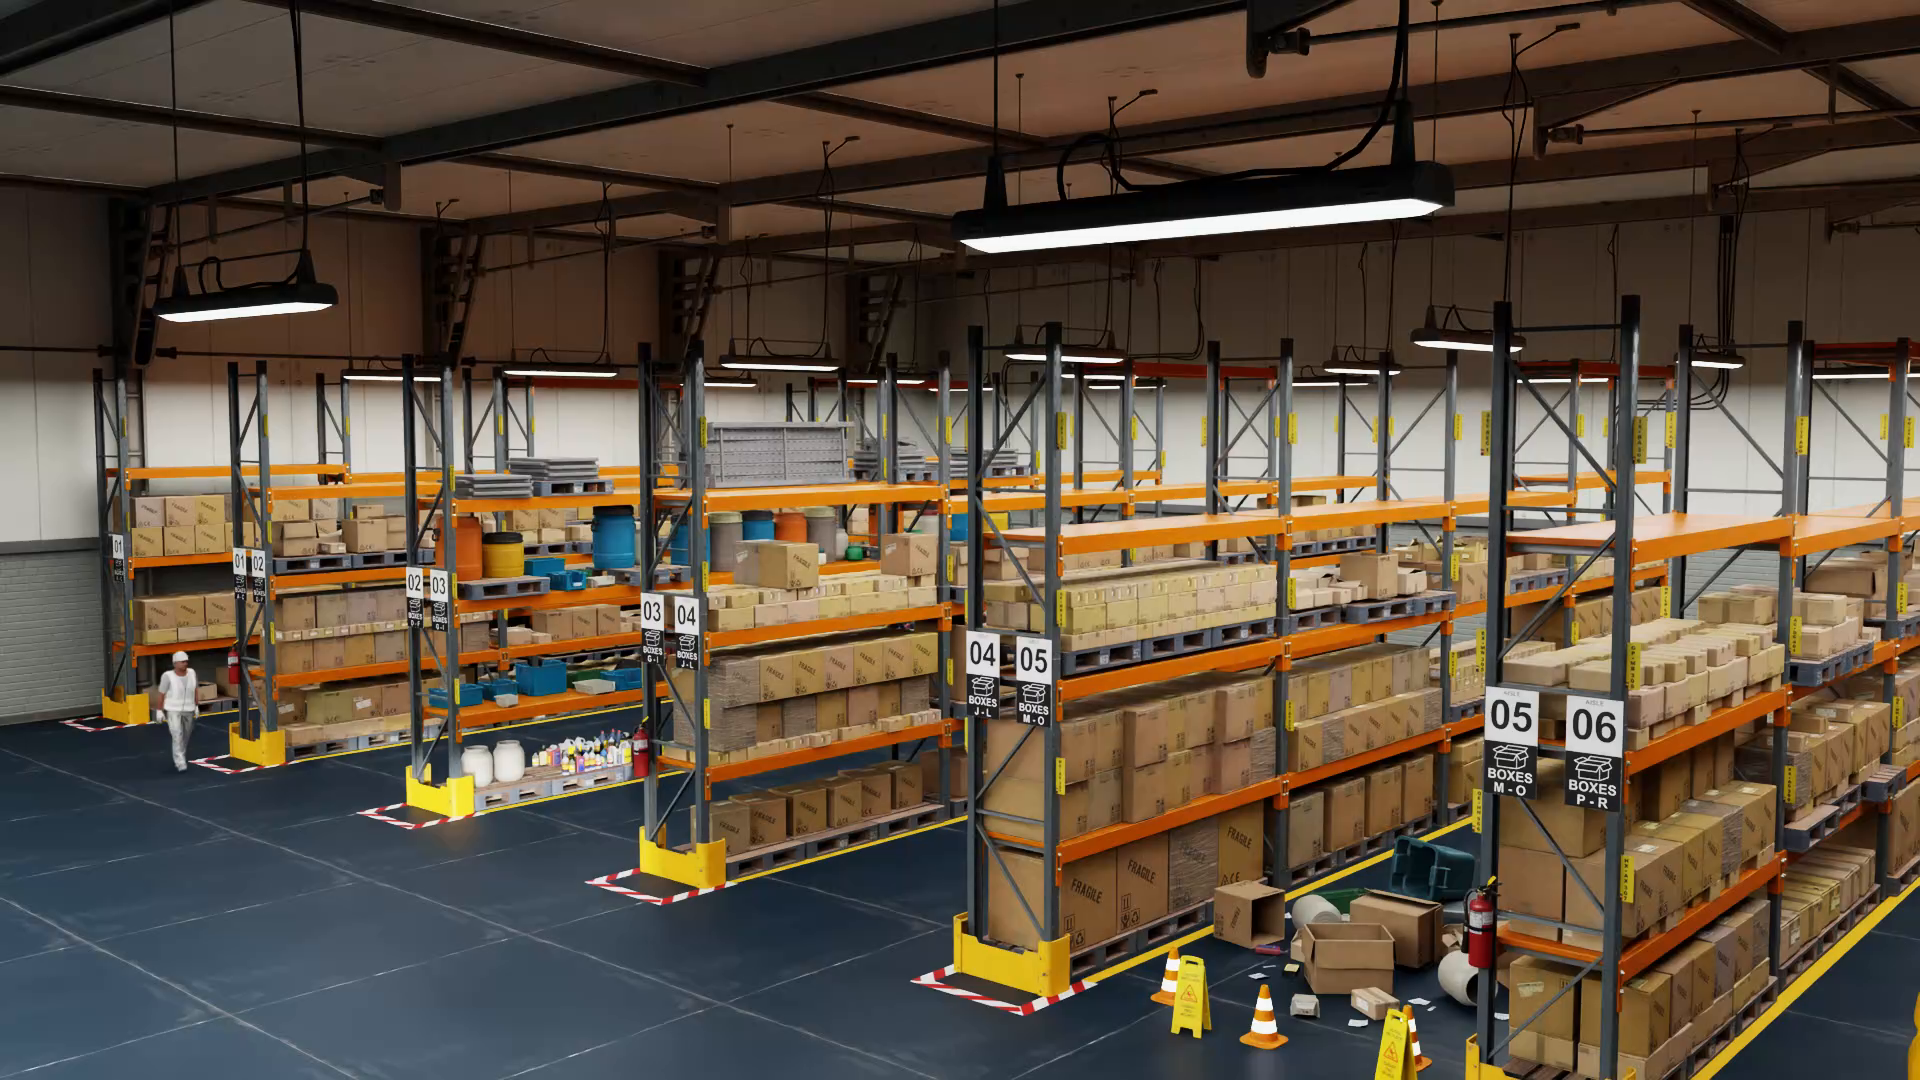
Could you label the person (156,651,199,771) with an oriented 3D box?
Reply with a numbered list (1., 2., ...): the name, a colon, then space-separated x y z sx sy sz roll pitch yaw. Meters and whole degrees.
1. person: -11.518 2.494 24.487 0.577 1.734 1.096 -3 5 -39
